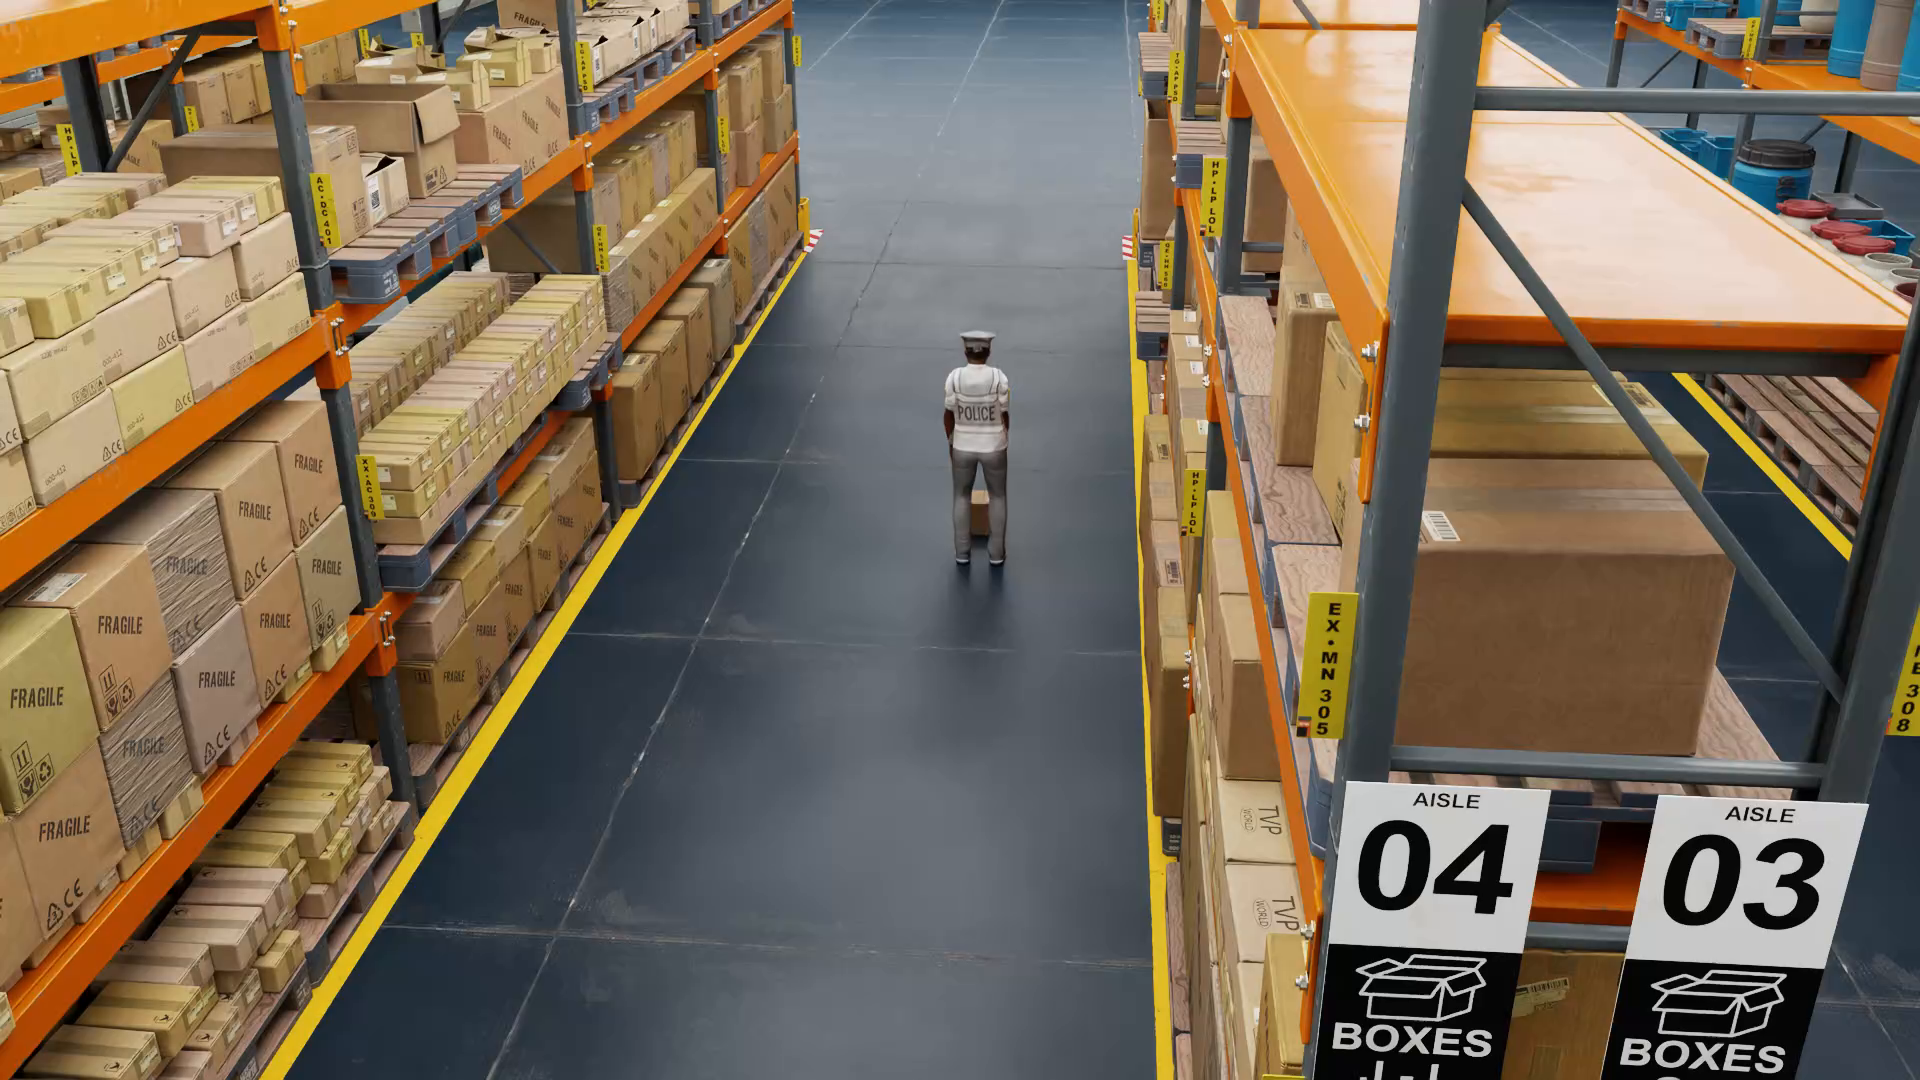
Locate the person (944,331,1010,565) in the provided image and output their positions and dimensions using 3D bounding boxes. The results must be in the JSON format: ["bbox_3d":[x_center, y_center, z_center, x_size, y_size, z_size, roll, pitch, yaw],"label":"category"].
[{"bbox_3d":[0.112,-0.620,11.383,0.448,1.641,0.394,2,25,5],"label":"person"}]
